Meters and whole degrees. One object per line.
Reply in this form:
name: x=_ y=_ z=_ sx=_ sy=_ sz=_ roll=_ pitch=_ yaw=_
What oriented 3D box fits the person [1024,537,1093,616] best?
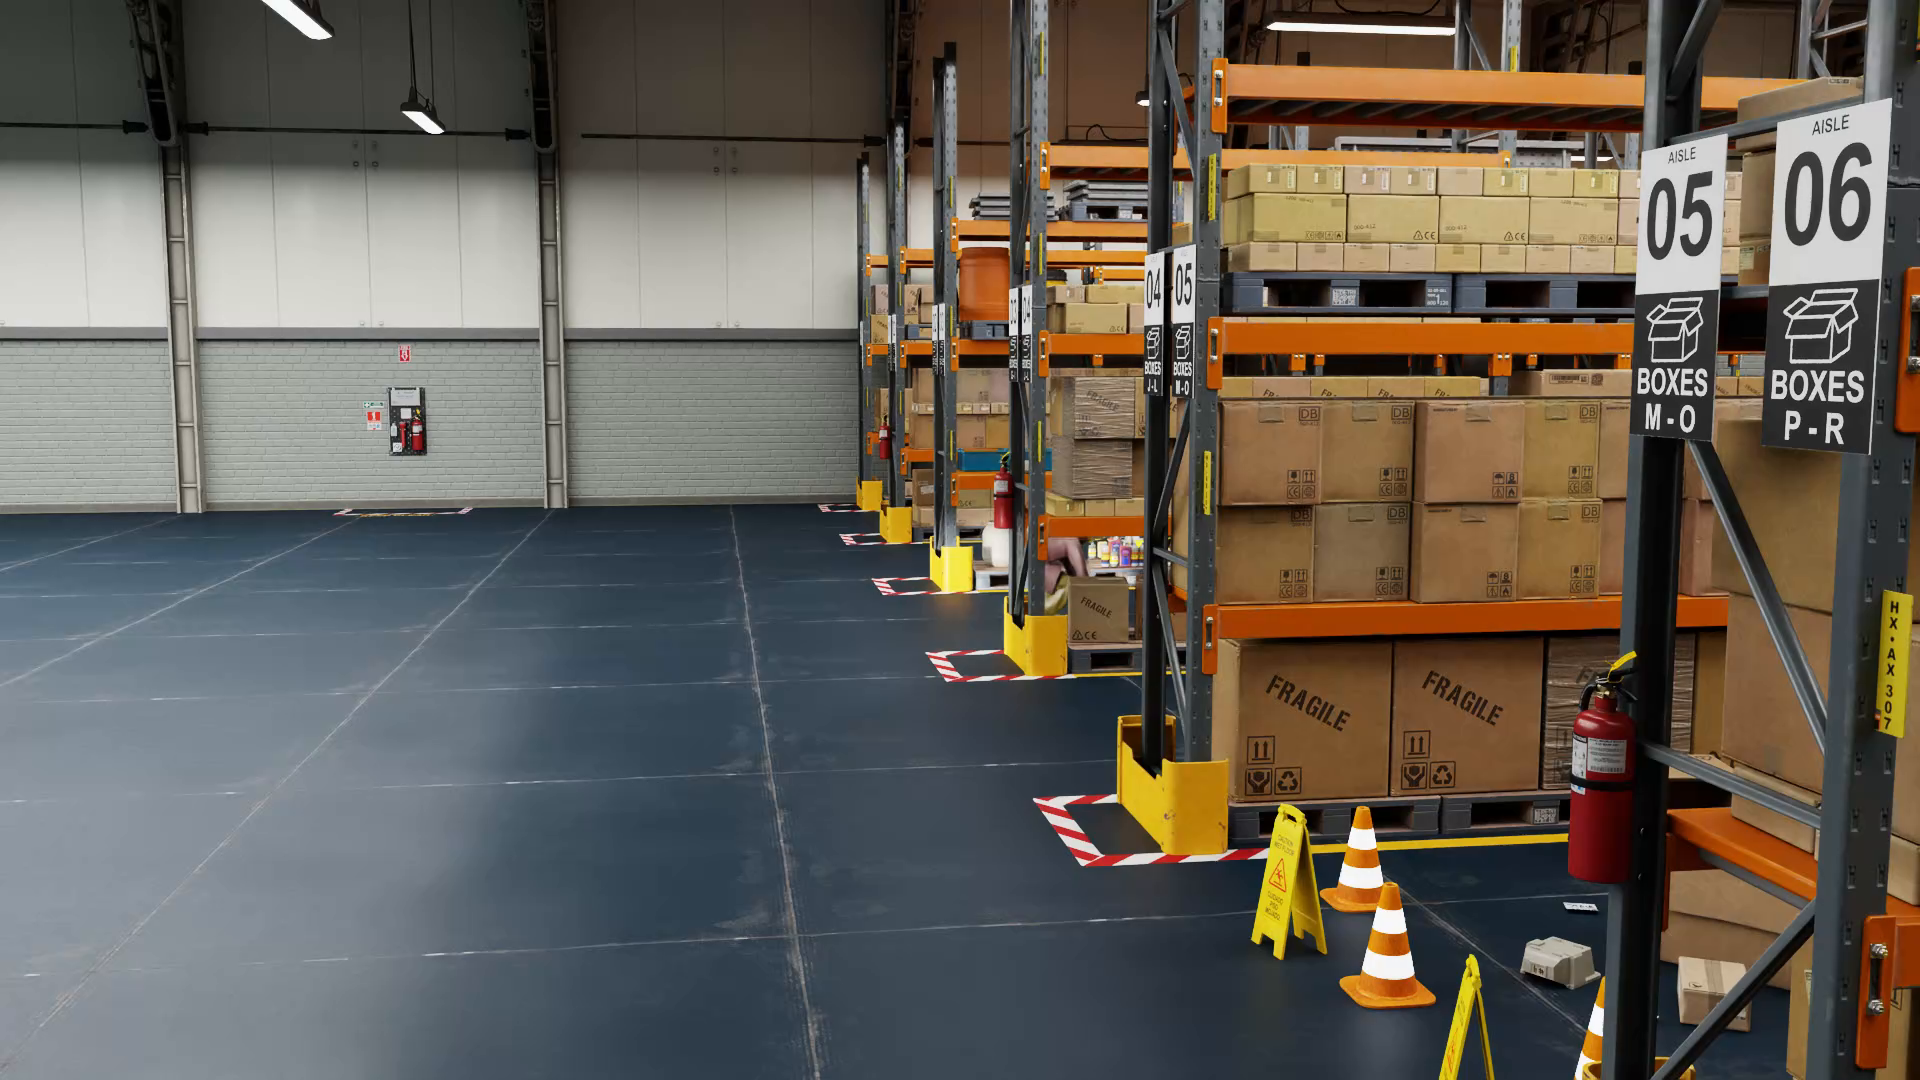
person: x=0.957 y=0.318 z=16.422 sx=0.896 sy=1.003 sz=0.610 roll=-1 pitch=6 yaw=-9
